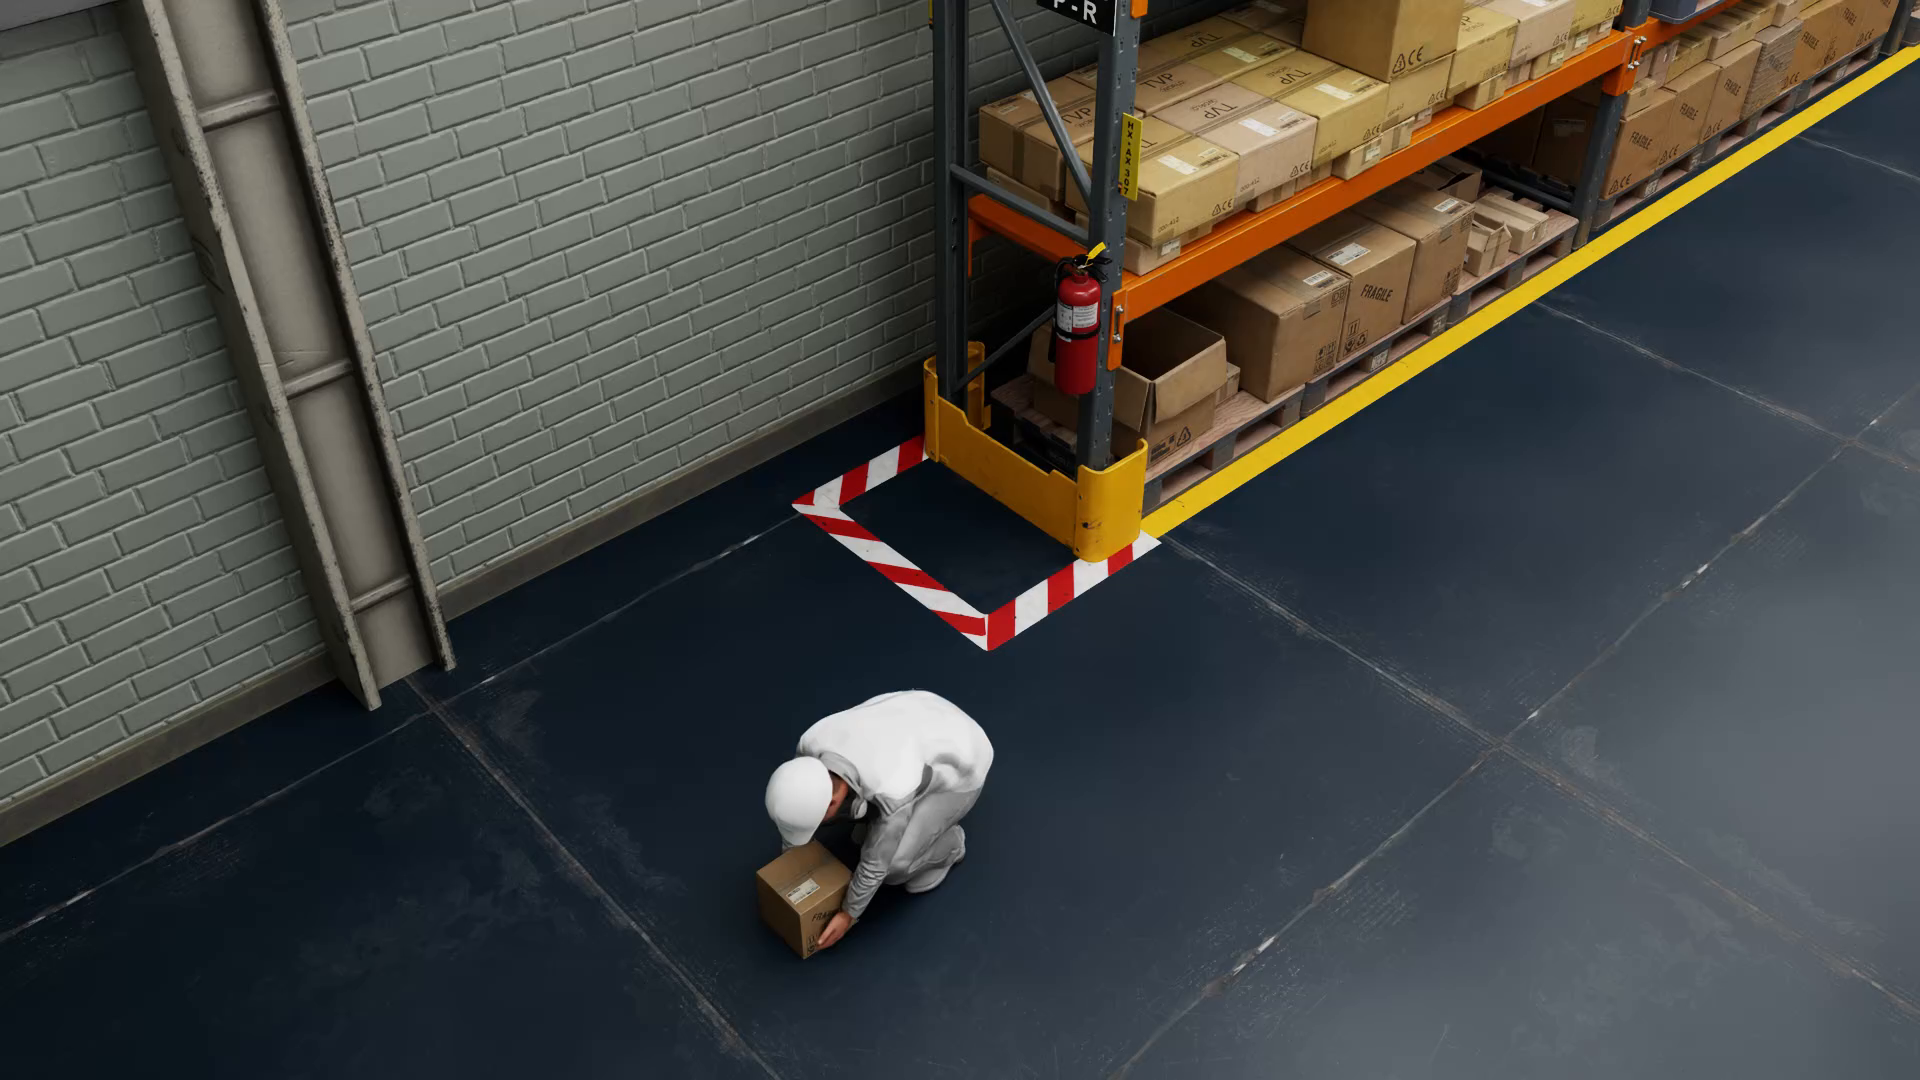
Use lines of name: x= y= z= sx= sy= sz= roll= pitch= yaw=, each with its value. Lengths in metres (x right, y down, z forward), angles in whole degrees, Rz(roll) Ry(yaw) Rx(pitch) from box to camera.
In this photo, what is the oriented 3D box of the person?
person: x=-0.307 y=0.899 z=5.793 sx=0.910 sy=0.869 sz=0.529 roll=-30 pitch=48 yaw=-31
